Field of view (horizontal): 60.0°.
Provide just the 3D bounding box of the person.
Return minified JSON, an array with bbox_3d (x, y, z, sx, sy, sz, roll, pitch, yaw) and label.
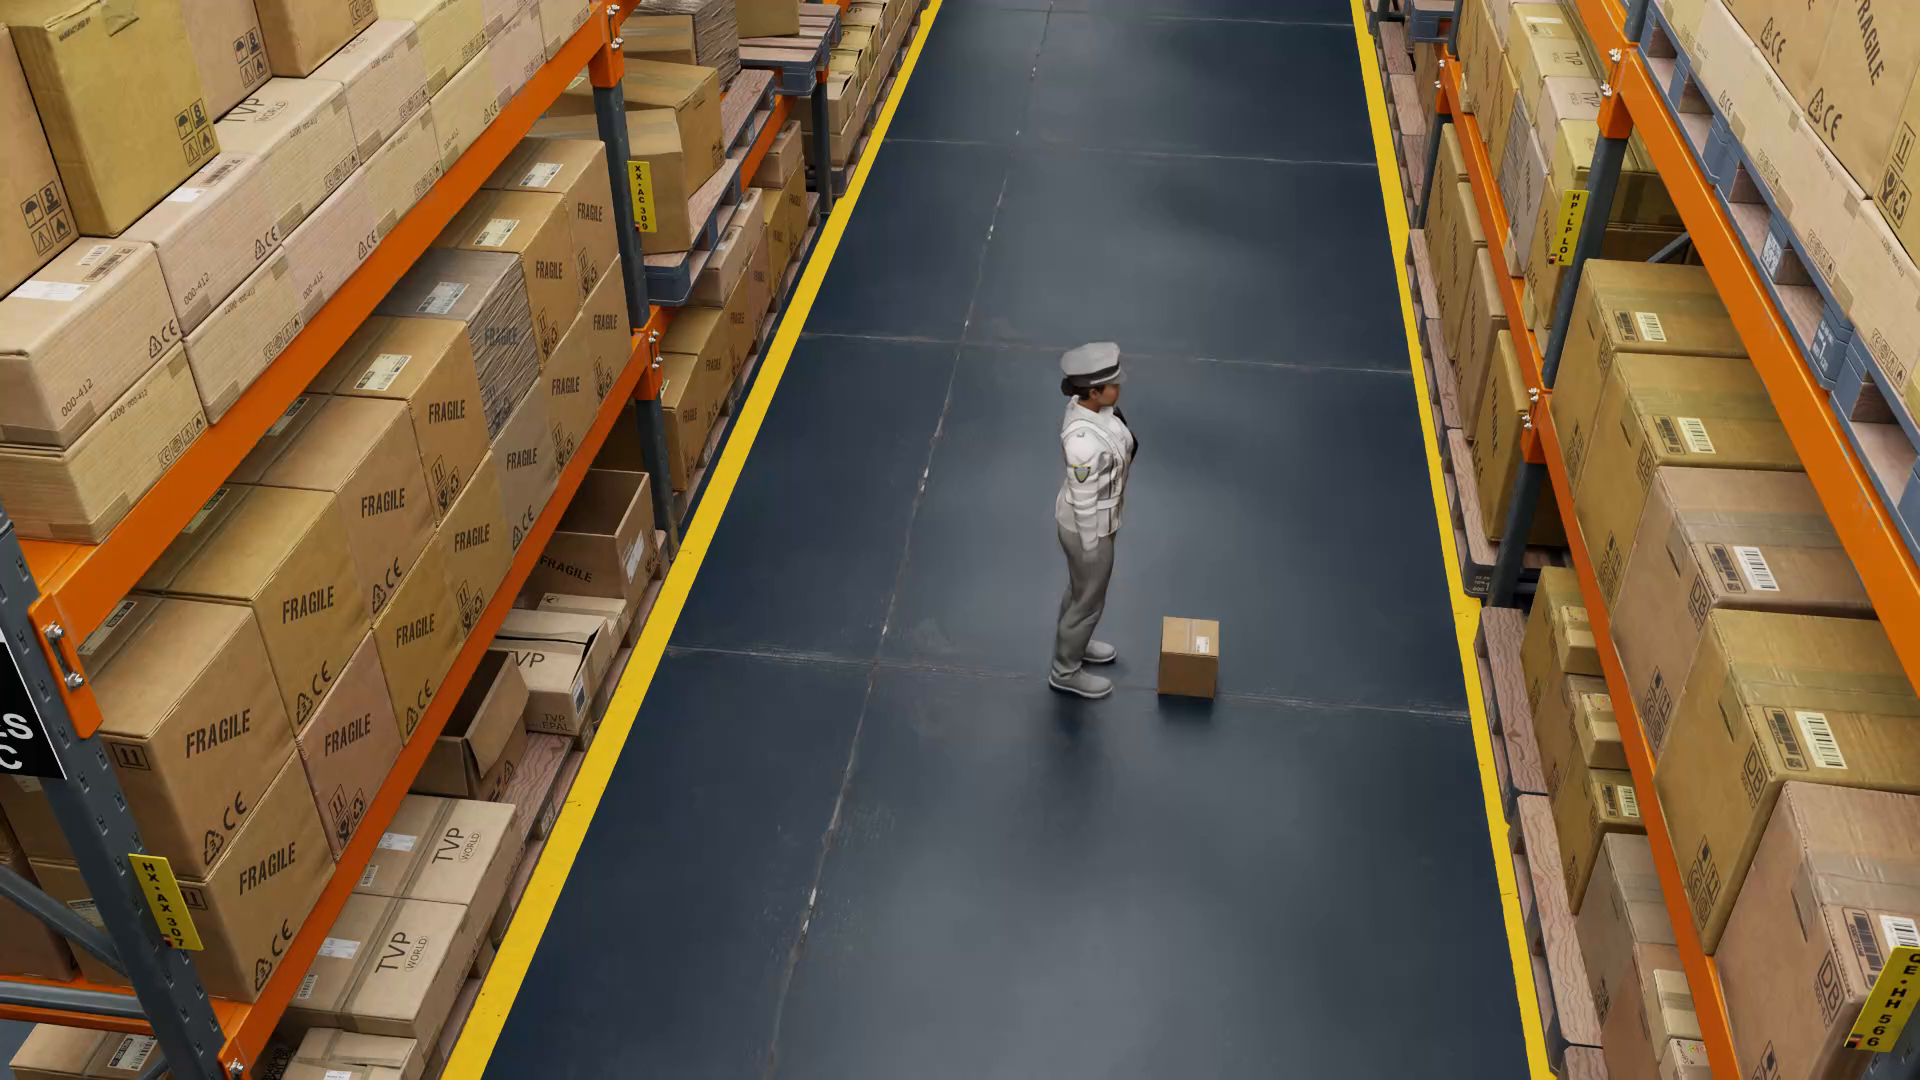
[{"bbox_3d":[0.569,-0.086,7.150,0.338,1.679,0.466,5,37,7],"label":"person"}]
